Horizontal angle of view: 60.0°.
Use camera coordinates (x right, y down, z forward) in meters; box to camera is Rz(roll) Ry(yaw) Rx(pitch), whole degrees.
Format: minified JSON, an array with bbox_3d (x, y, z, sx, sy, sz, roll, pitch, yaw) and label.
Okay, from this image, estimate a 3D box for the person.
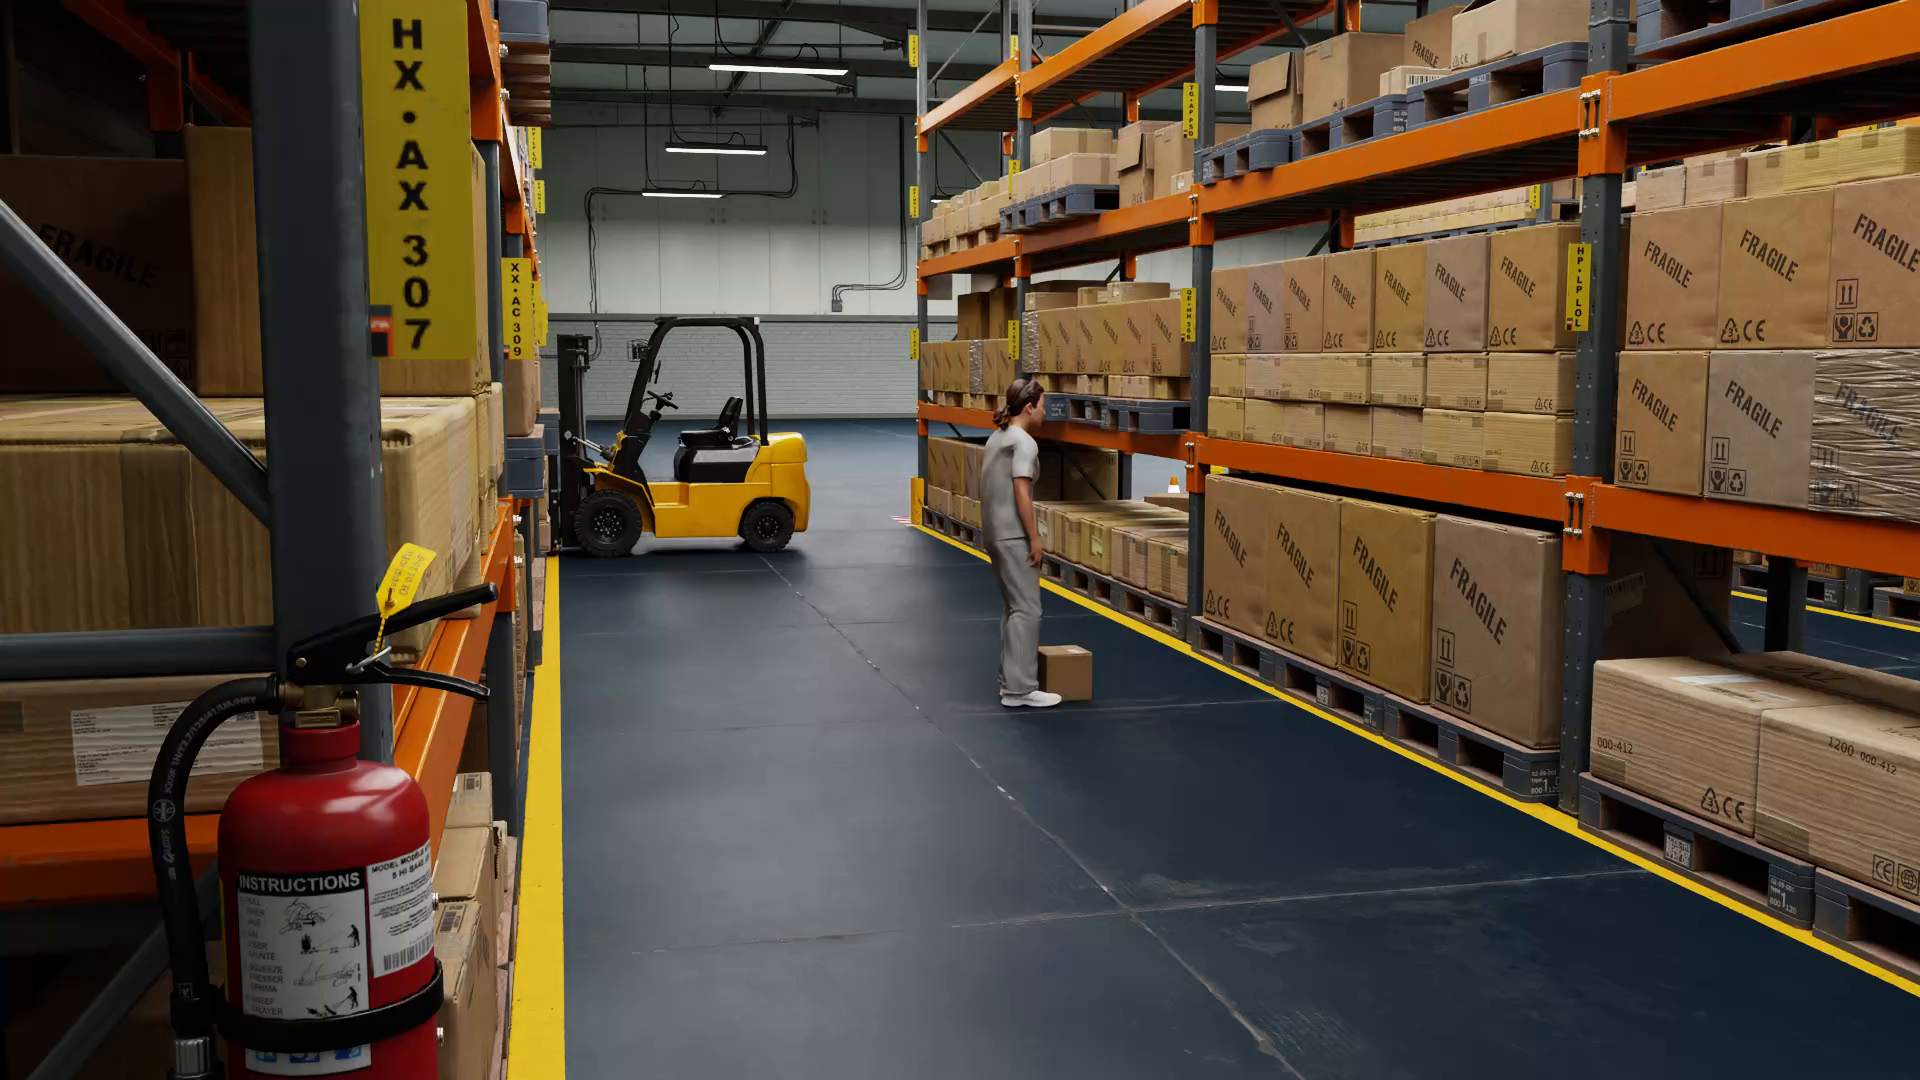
[{"bbox_3d":[0.322,0.003,8.622,0.417,1.671,0.511,-2,6,-17],"label":"person"}]
